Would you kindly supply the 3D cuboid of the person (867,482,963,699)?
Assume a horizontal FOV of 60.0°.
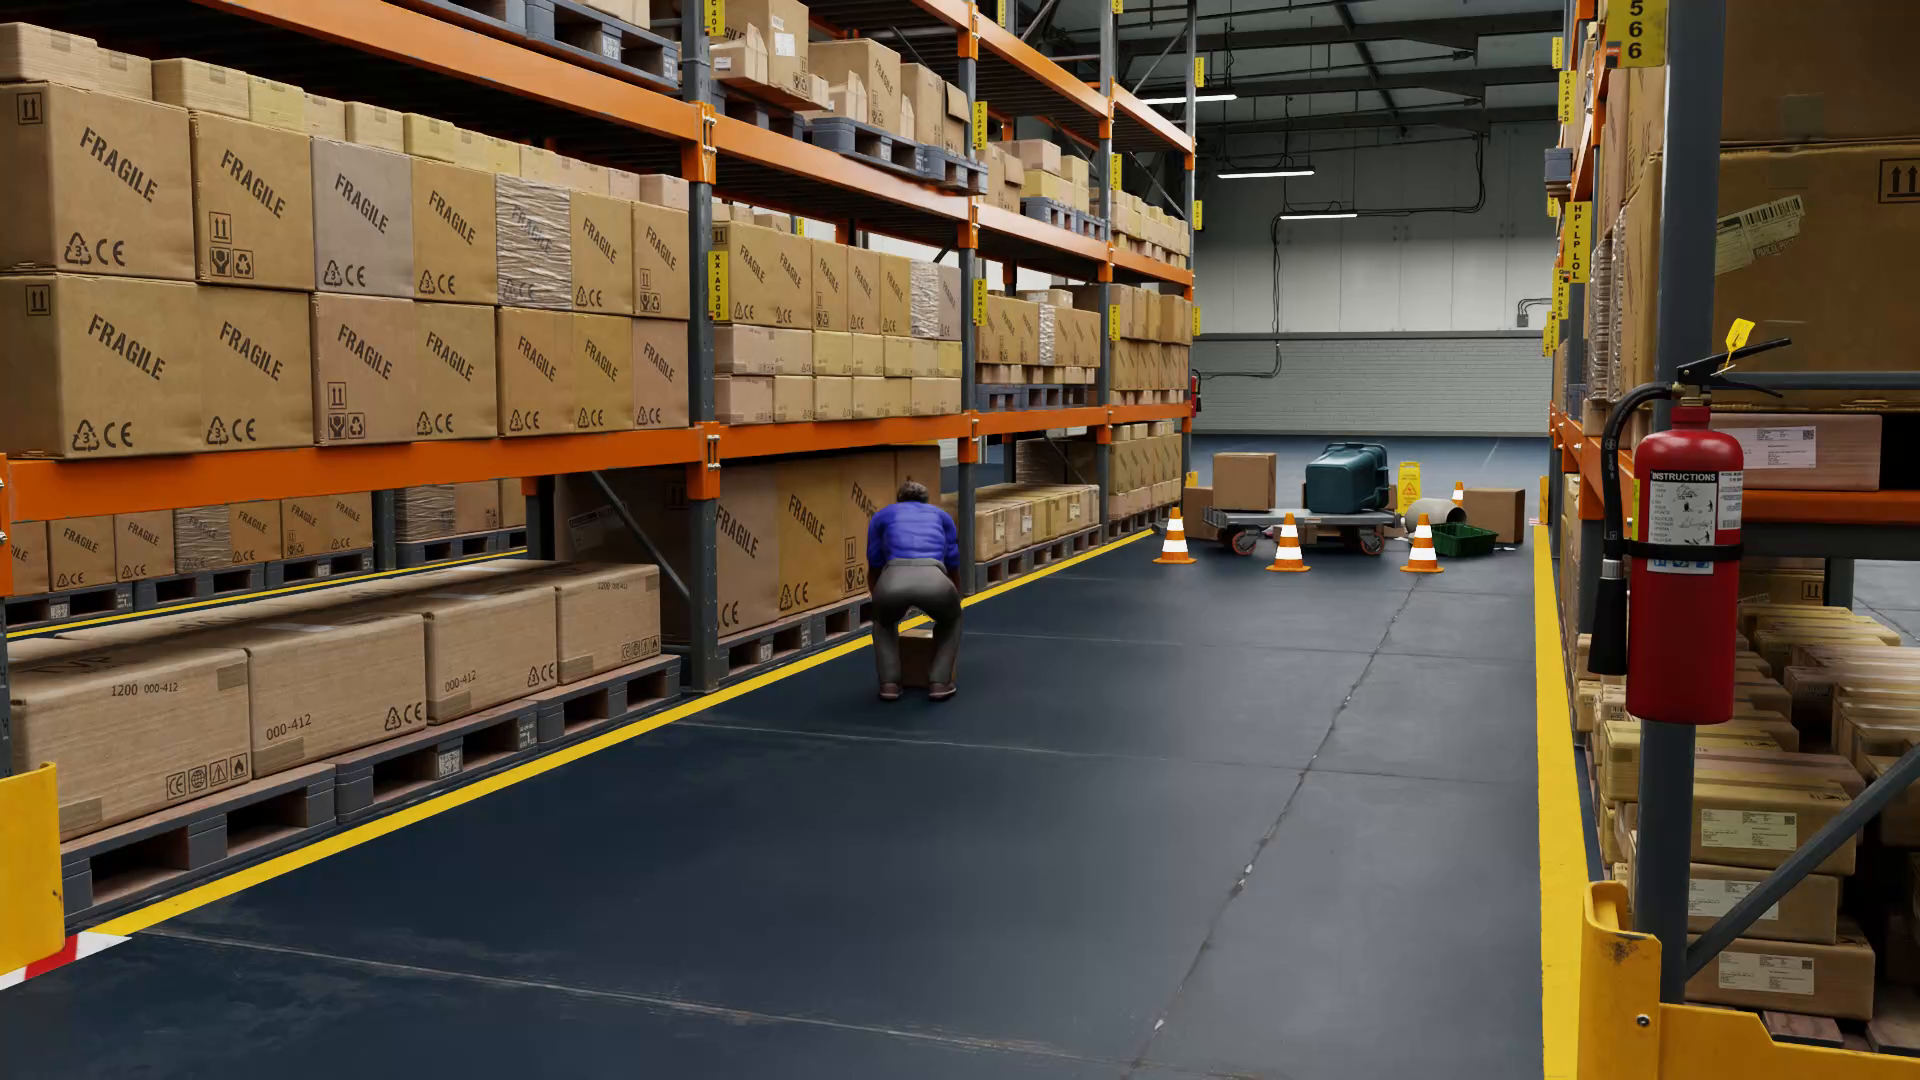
[{"bbox_3d":[-0.232,0.245,8.083,0.482,1.026,0.766,0,5,5],"label":"person"}]
